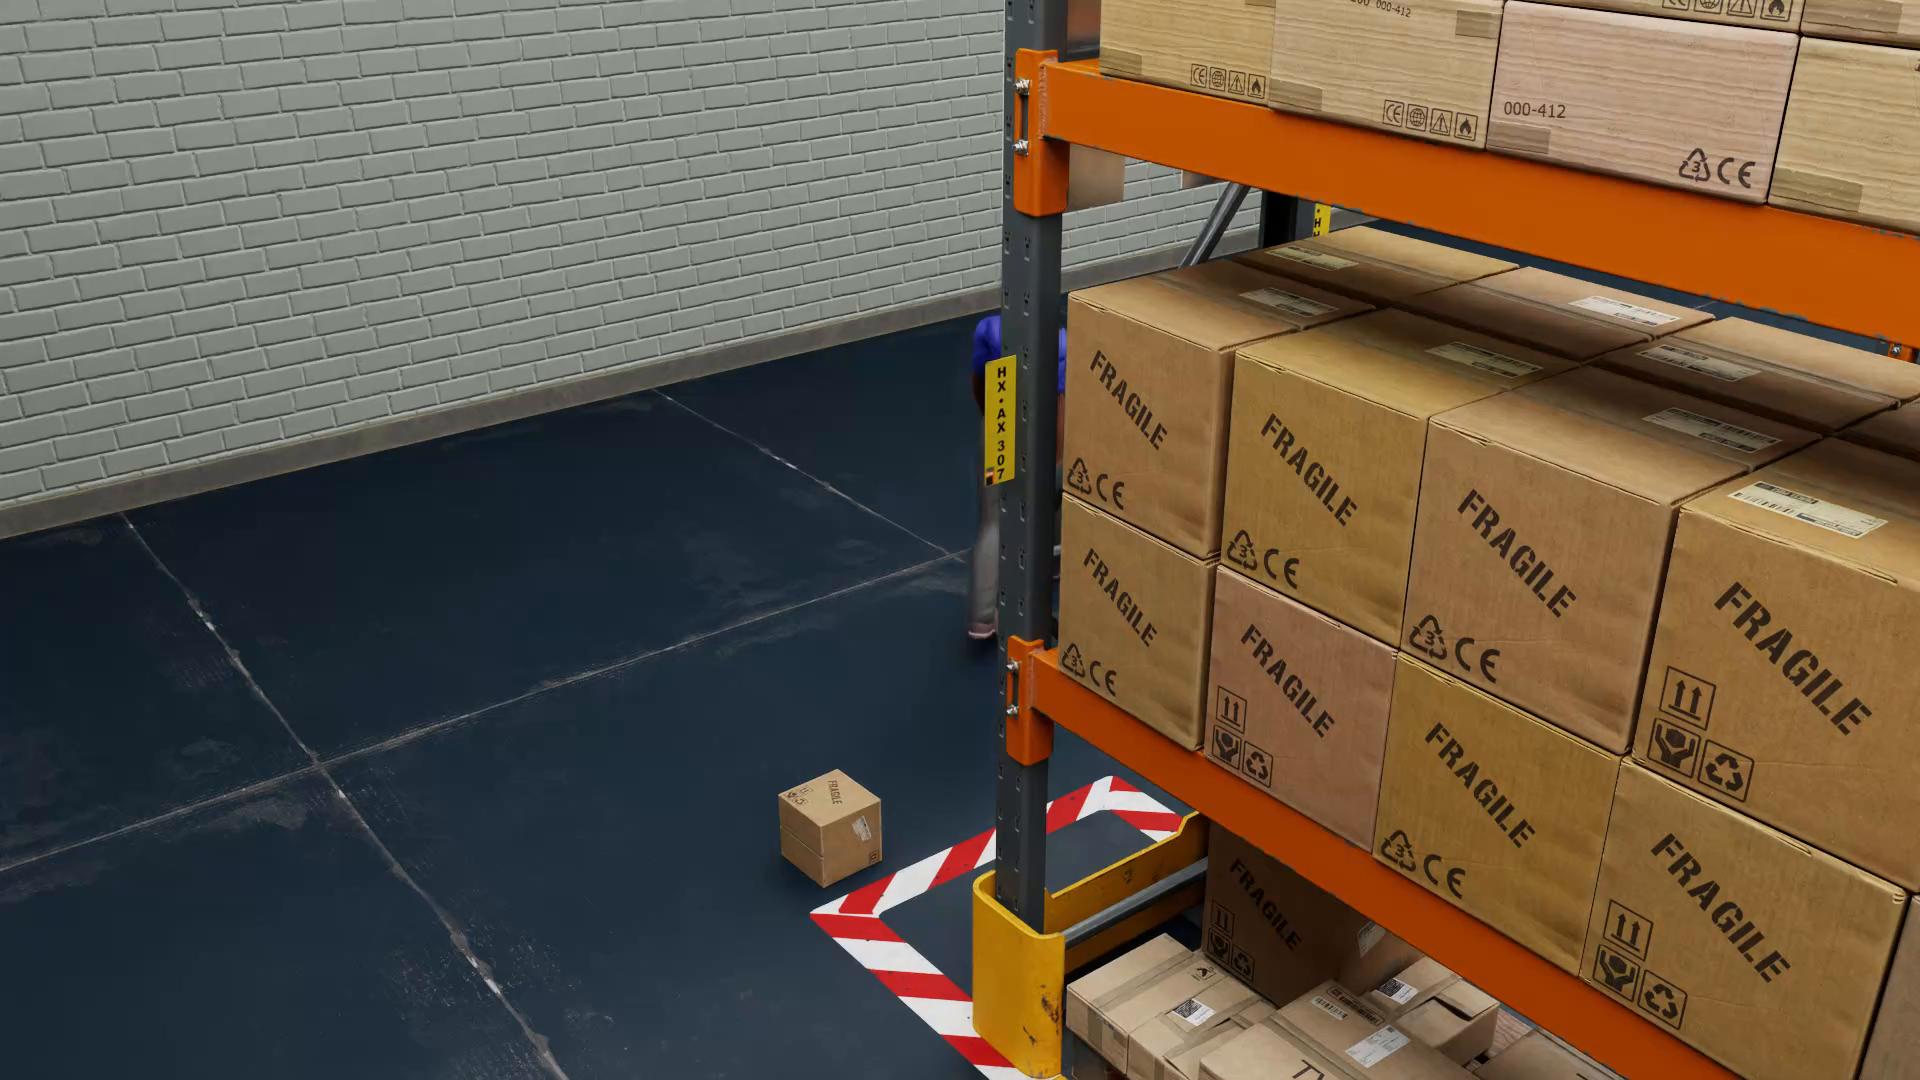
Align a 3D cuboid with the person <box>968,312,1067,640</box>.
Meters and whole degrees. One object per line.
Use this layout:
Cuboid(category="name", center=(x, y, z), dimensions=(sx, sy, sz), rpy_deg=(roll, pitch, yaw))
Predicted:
Cuboid(category="person", center=(0.260, -0.448, 7.068), dimensions=(0.458, 1.594, 1.043), rpy_deg=(6, 26, 12))
